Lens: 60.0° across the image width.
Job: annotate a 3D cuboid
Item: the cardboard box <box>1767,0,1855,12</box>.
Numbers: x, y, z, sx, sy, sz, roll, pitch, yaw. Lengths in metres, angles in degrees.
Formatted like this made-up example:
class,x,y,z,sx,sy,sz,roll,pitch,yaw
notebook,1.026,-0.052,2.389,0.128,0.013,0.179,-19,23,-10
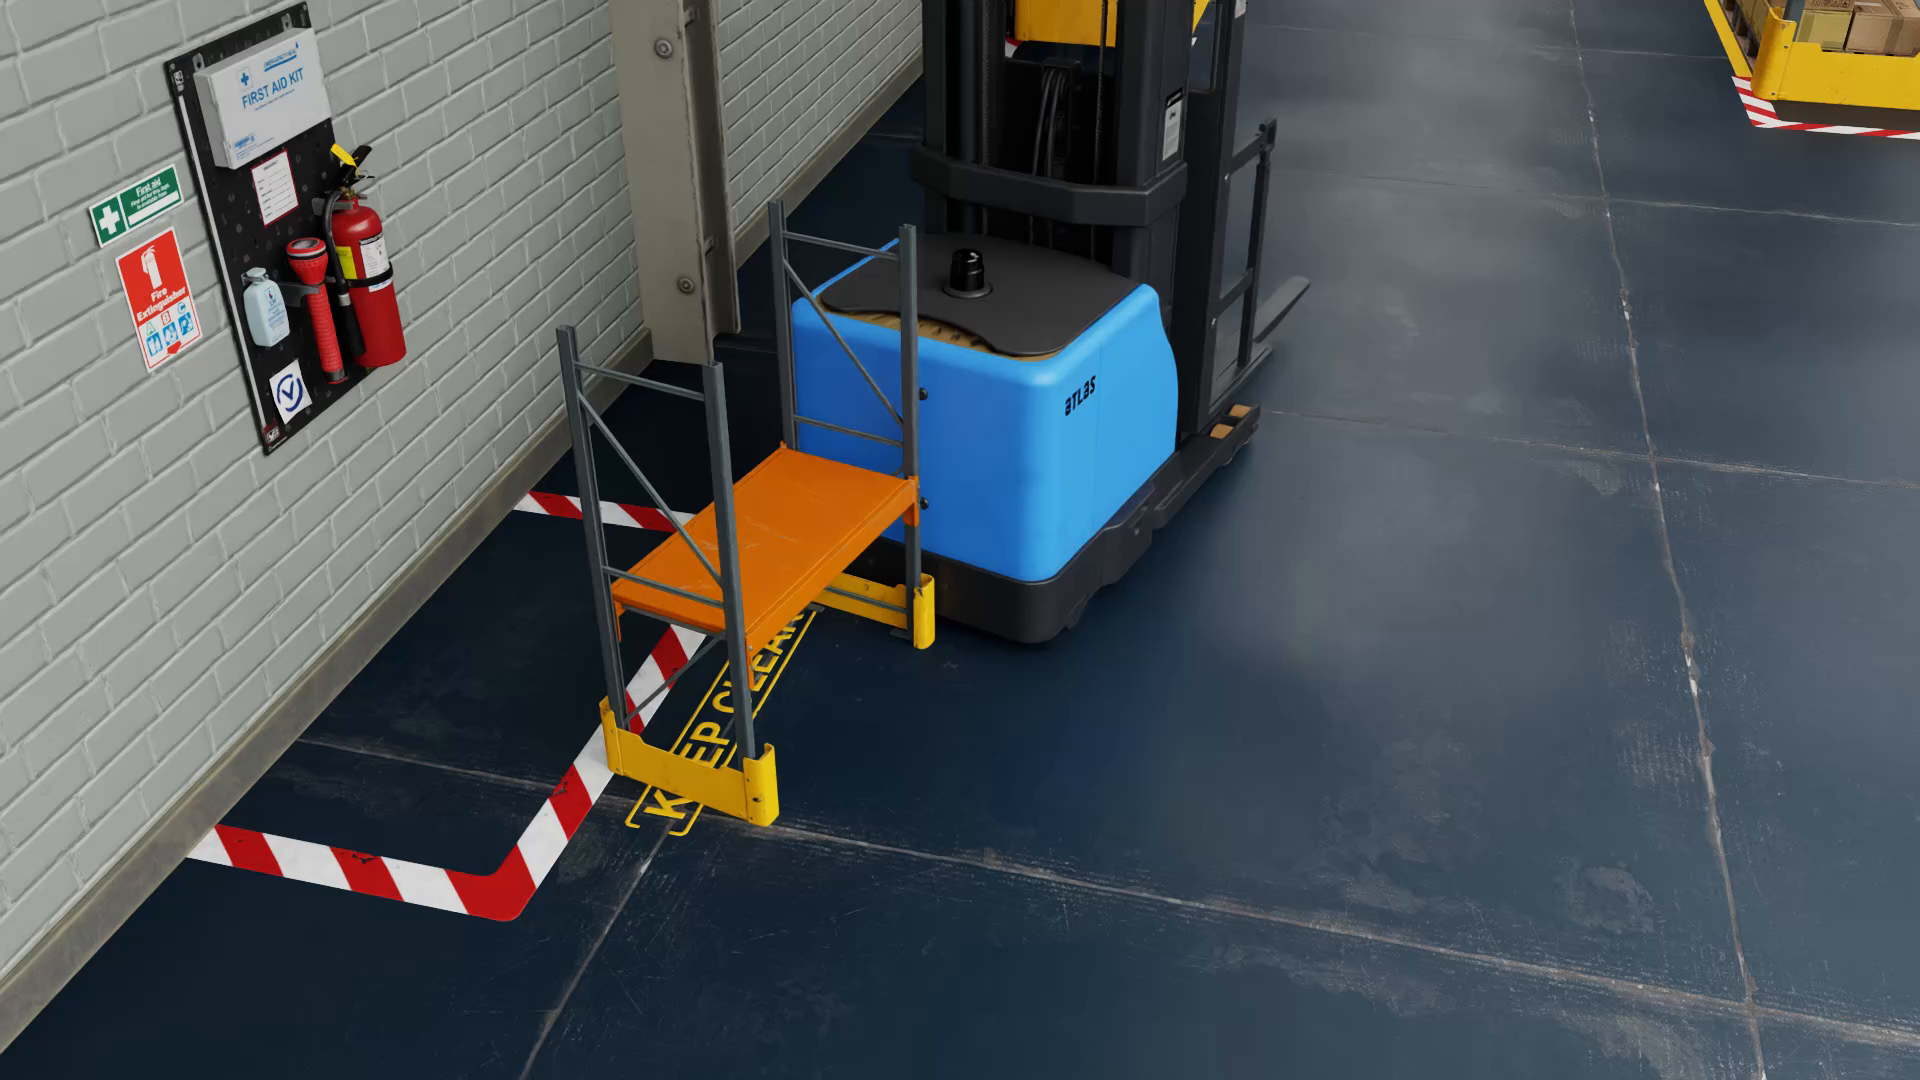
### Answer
class,x,y,z,sx,sy,sz,roll,pitch,yaw
cardboard box,5.598,-3.788,10.885,0.500,0.500,0.500,8,33,12

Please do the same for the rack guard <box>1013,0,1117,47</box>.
class,x,y,z,sx,sy,sz,roll,pitch,yaw
rack guard,0.976,-3.793,11.750,1.175,0.500,0.348,8,33,12

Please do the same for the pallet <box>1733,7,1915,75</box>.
class,x,y,z,sx,sy,sz,roll,pitch,yaw
pallet,5.903,-3.361,11.341,1.003,0.211,1.213,8,33,12

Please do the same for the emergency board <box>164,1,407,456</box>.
class,x,y,z,sx,sy,sz,roll,pitch,yaw
emergency board,-1.889,-0.898,4.867,0.194,1.169,0.643,8,33,12

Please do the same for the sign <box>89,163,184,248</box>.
class,x,y,z,sx,sy,sz,roll,pitch,yaw
sign,-2.119,-0.865,4.288,0.001,0.109,0.331,8,33,12

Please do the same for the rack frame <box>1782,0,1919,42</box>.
class,x,y,z,sx,sy,sz,roll,pitch,yaw
rack frame,5.750,-4.136,9.959,1.000,3.000,0.127,8,33,12

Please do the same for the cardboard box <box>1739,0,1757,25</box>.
class,x,y,z,sx,sy,sz,roll,pitch,yaw
cardboard box,5.715,-3.732,11.496,0.500,0.250,0.500,8,33,12

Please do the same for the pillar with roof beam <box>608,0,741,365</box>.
class,x,y,z,sx,sy,sz,roll,pitch,yaw
pillar with roof beam,2.939,-4.121,4.345,9.100,9.000,0.400,8,33,12

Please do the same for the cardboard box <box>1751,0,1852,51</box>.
class,x,y,z,sx,sy,sz,roll,pitch,yaw
cardboard box,5.600,-3.471,11.086,0.500,0.250,0.500,8,33,12

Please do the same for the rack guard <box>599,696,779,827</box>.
class,x,y,z,sx,sy,sz,roll,pitch,yaw
rack guard,-0.813,0.655,4.987,0.587,0.250,0.087,15,36,23

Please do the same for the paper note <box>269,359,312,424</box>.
class,x,y,z,sx,sy,sz,roll,pitch,yaw
paper note,-2.000,-0.444,4.974,0.016,0.148,0.142,8,33,12

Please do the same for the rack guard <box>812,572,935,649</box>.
class,x,y,z,sx,sy,sz,roll,pitch,yaw
rack guard,-0.360,0.179,5.735,0.587,0.250,0.087,15,36,23

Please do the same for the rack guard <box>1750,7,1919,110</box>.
class,x,y,z,sx,sy,sz,roll,pitch,yaw
rack guard,5.743,-3.068,10.611,1.175,0.500,0.348,8,33,12

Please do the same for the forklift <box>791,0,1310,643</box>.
class,x,y,z,sx,sy,sz,roll,pitch,yaw
forklift,0.583,-1.652,6.117,1.130,2.935,3.031,17,36,25

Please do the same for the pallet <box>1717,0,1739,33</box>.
class,x,y,z,sx,sy,sz,roll,pitch,yaw
pallet,6.215,-3.993,12.334,1.003,0.211,1.213,8,33,12

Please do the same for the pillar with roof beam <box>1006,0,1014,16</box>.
class,x,y,z,sx,sy,sz,roll,pitch,yaw
pillar with roof beam,4.462,-7.235,9.243,9.100,9.000,0.400,8,33,12

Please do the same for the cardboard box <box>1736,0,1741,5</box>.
class,x,y,z,sx,sy,sz,roll,pitch,yaw
cardboard box,5.840,-3.992,11.905,0.500,0.250,0.500,8,33,12

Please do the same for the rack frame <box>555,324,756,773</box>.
class,x,y,z,sx,sy,sz,roll,pitch,yaw
rack frame,-0.822,0.137,4.637,0.500,1.500,0.032,15,36,23

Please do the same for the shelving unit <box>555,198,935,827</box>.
class,x,y,z,sx,sy,sz,roll,pitch,yaw
shelving unit,-0.586,-0.110,5.025,0.587,1.500,1.083,15,36,23

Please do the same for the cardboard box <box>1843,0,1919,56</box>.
class,x,y,z,sx,sy,sz,roll,pitch,yaw
cardboard box,6.101,-3.401,10.975,0.500,0.250,0.500,8,33,12

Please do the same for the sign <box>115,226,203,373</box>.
class,x,y,z,sx,sy,sz,roll,pitch,yaw
sign,-2.129,-0.641,4.428,0.001,0.329,0.234,8,33,12

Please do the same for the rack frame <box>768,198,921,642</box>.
class,x,y,z,sx,sy,sz,roll,pitch,yaw
rack frame,-0.359,-0.349,5.401,0.500,1.500,0.032,15,36,23

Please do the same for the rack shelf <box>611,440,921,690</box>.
class,x,y,z,sx,sy,sz,roll,pitch,yaw
rack shelf,-0.591,0.046,5.115,0.538,0.185,1.000,15,36,23
